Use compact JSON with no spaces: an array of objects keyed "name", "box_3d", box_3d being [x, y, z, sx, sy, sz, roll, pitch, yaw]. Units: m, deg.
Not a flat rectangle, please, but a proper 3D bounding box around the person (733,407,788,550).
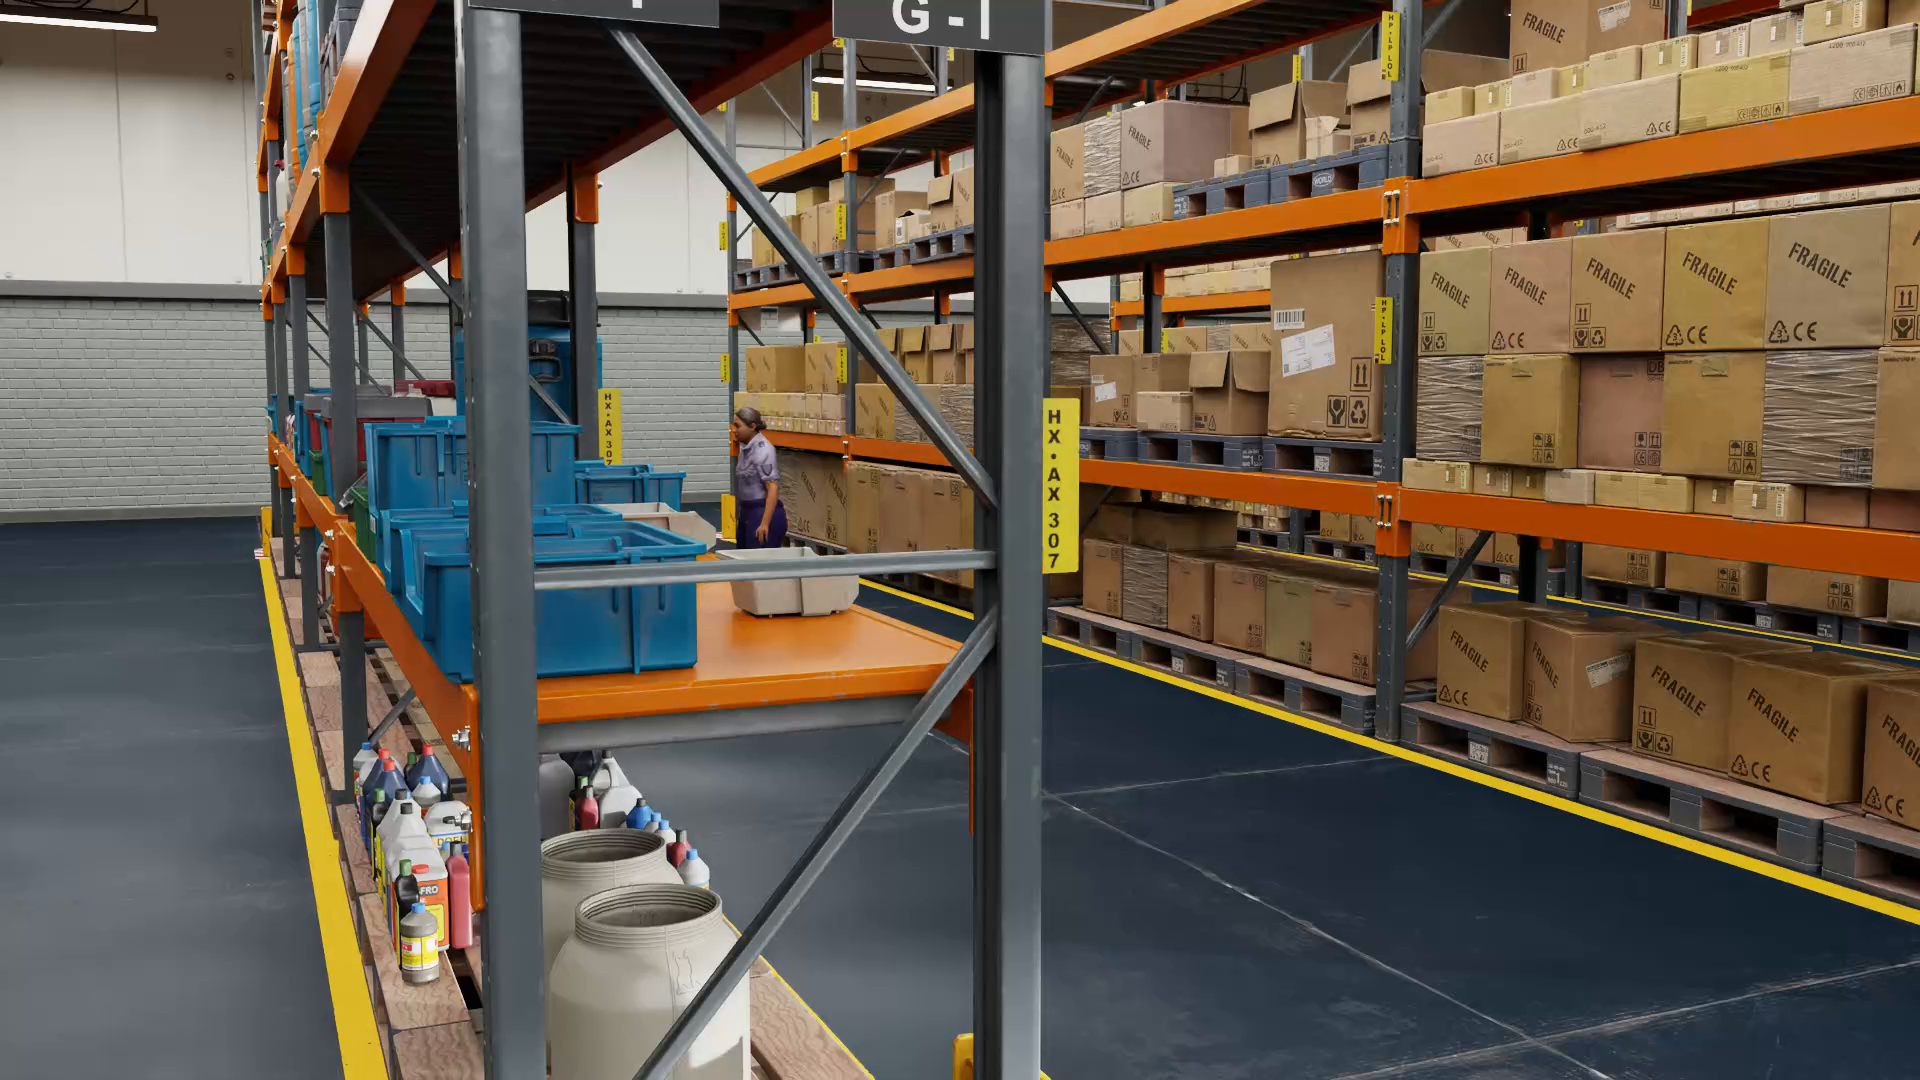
[{"name":"person","box_3d":[-1.429,-0.108,11.742,0.367,1.637,0.547,-3,6,-24]}]
